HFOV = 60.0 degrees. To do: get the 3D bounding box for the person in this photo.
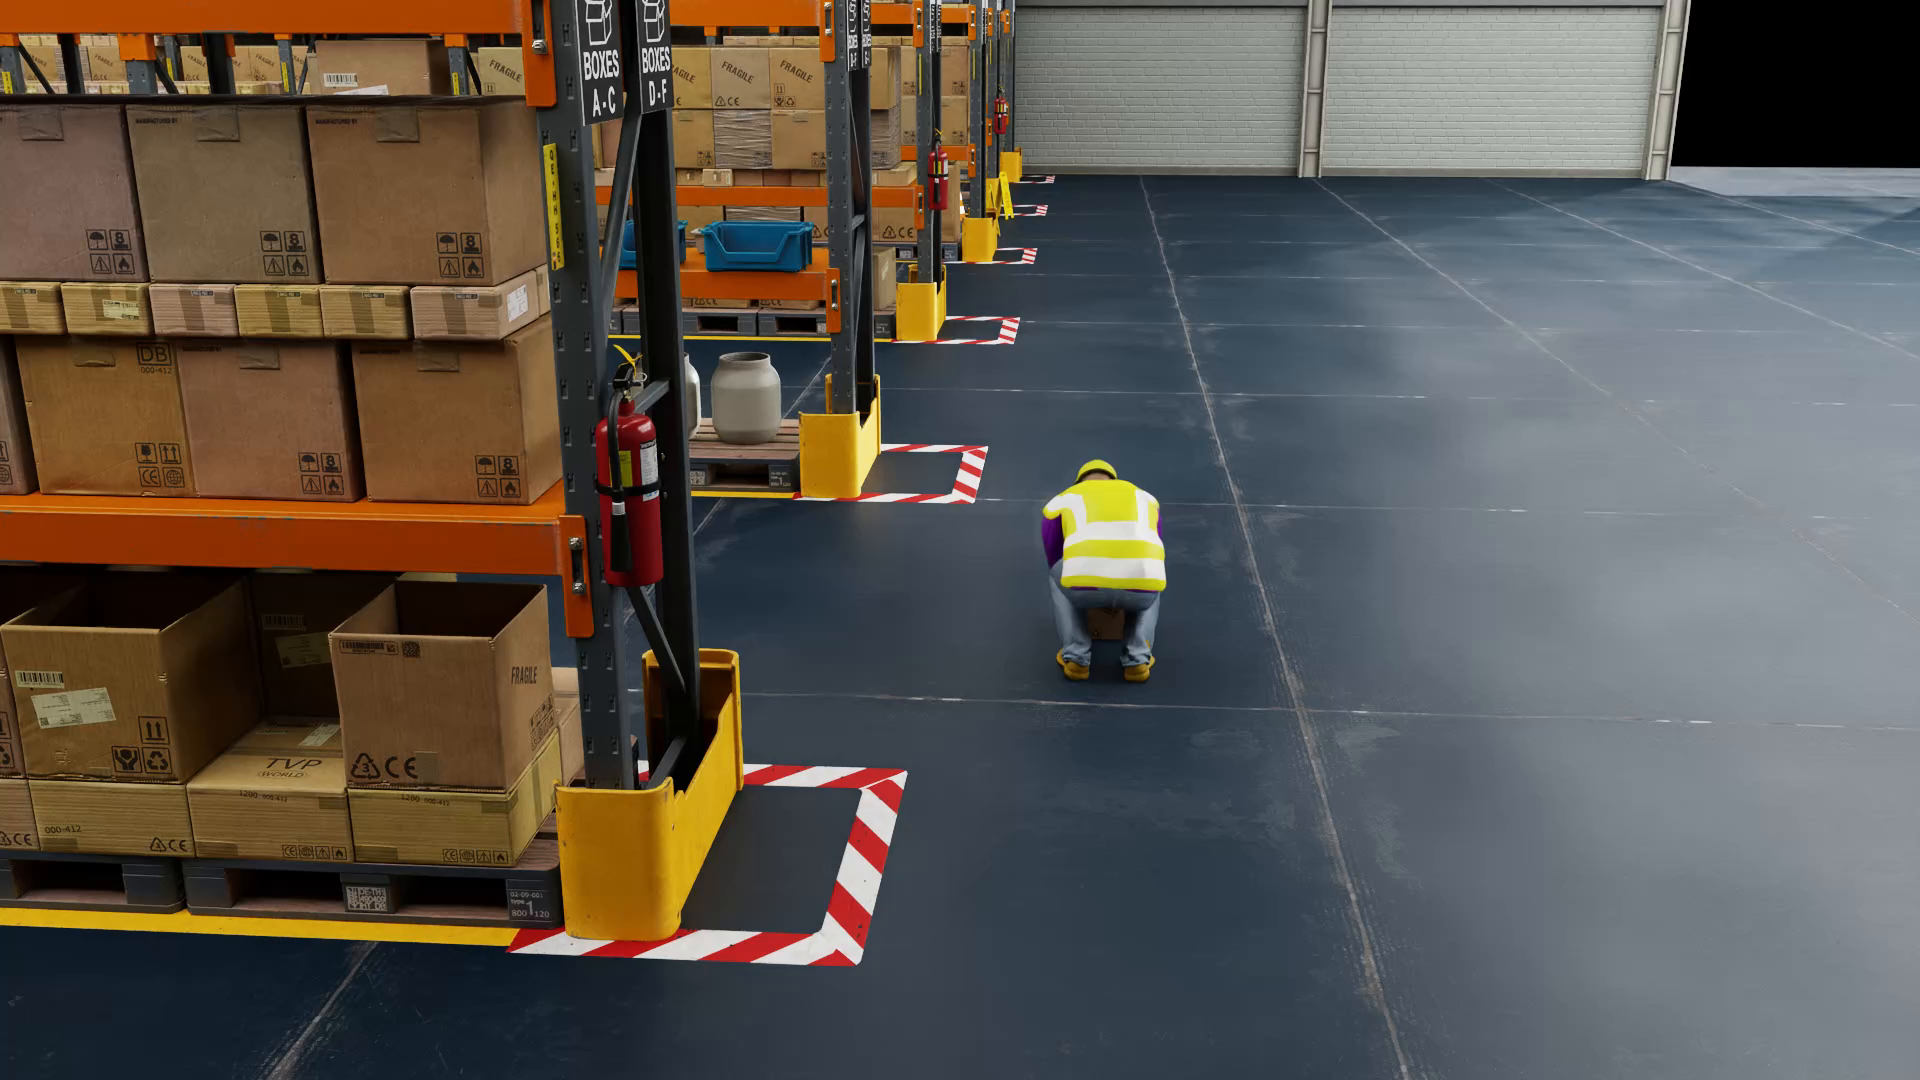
[{"bbox_3d":[0.617,0.150,7.227,0.529,0.827,0.955,1,17,3],"label":"person"}]
